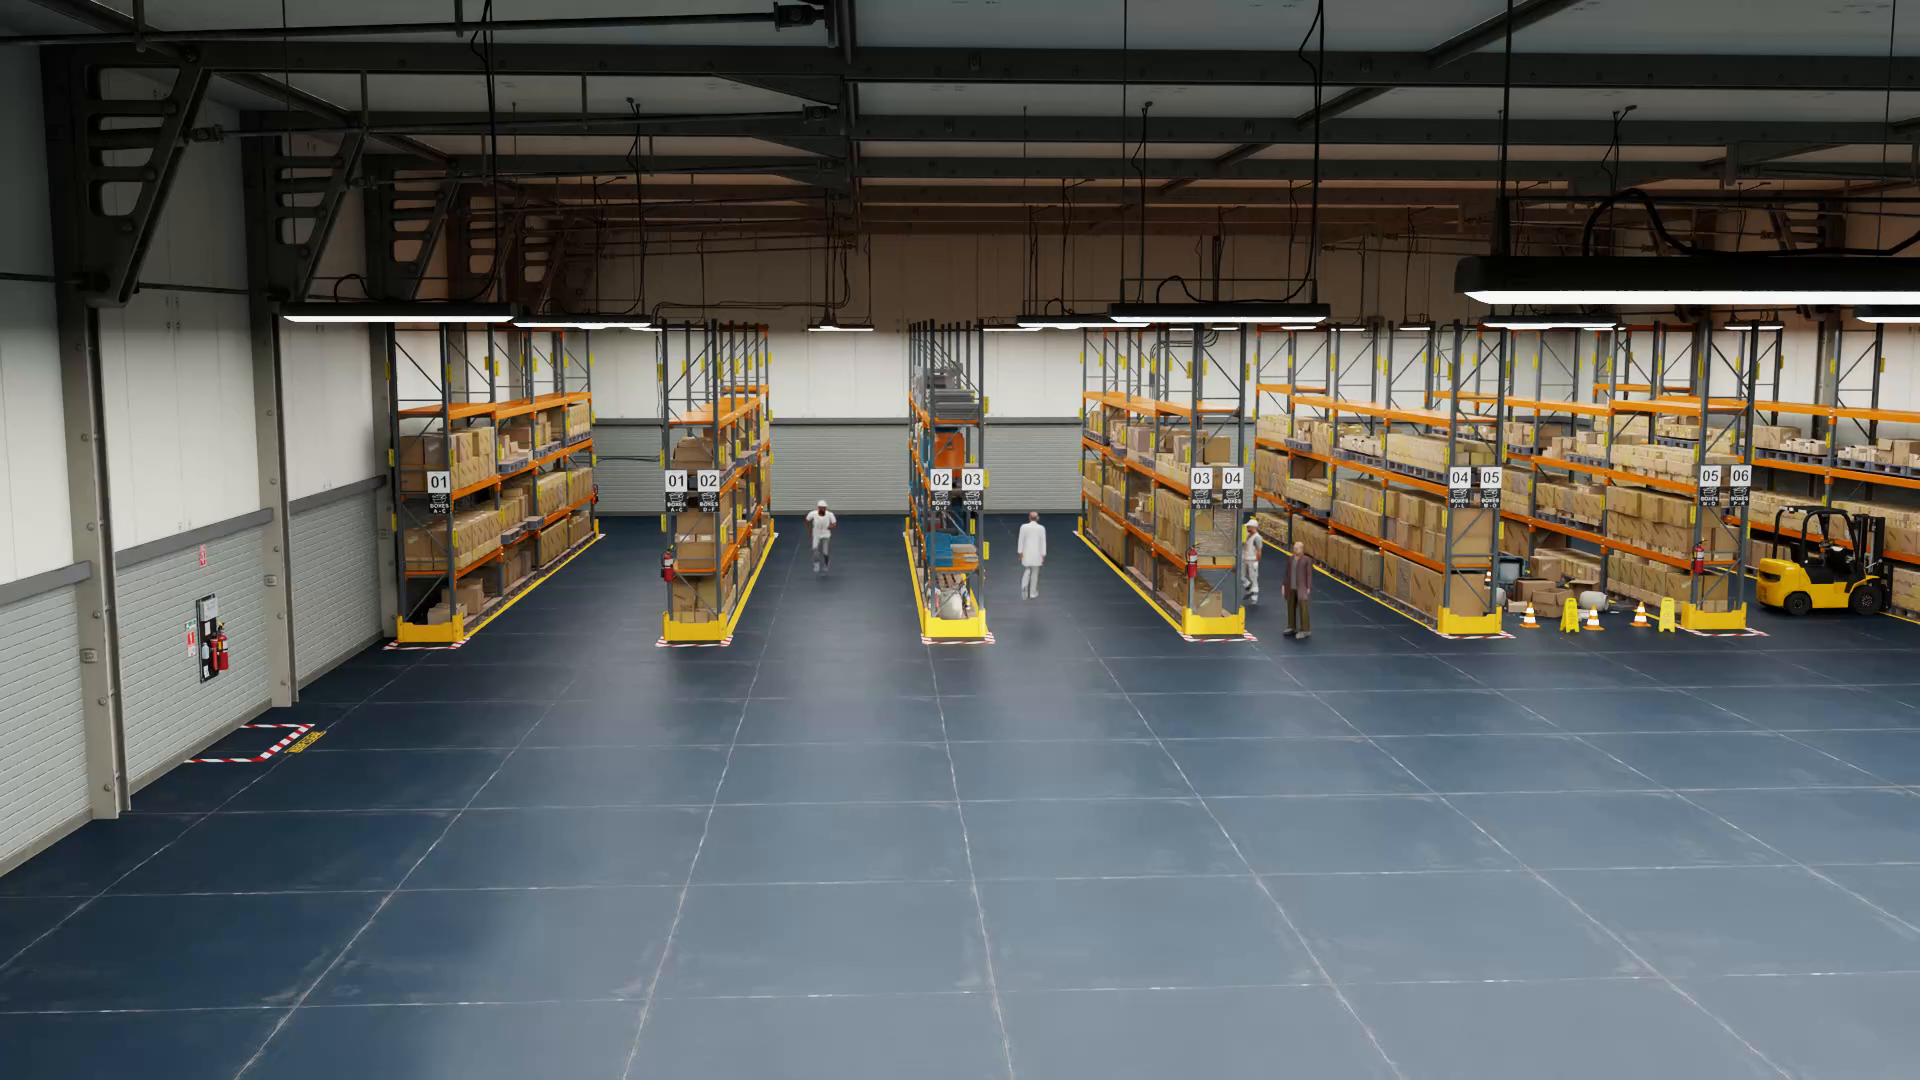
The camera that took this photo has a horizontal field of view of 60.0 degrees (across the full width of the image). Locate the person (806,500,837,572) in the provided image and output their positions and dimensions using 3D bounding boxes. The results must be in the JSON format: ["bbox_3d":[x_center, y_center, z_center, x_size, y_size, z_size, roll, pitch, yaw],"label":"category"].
[{"bbox_3d":[-3.254,-0.084,38.927,0.735,1.719,0.834,0,7,0],"label":"person"}]

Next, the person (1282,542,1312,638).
[{"bbox_3d":[6.395,0.941,31.735,0.619,1.807,0.464,6,9,39],"label":"person"}]

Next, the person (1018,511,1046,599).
[{"bbox_3d":[1.492,0.337,34.263,0.584,1.794,0.557,4,8,30],"label":"person"}]

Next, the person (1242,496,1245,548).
[{"bbox_3d":[7.349,-0.678,44.680,0.651,1.742,0.975,-1,7,-4],"label":"person"}]

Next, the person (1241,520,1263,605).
[{"bbox_3d":[6.205,0.452,35.464,0.484,1.790,0.622,-5,9,-34],"label":"person"}]
